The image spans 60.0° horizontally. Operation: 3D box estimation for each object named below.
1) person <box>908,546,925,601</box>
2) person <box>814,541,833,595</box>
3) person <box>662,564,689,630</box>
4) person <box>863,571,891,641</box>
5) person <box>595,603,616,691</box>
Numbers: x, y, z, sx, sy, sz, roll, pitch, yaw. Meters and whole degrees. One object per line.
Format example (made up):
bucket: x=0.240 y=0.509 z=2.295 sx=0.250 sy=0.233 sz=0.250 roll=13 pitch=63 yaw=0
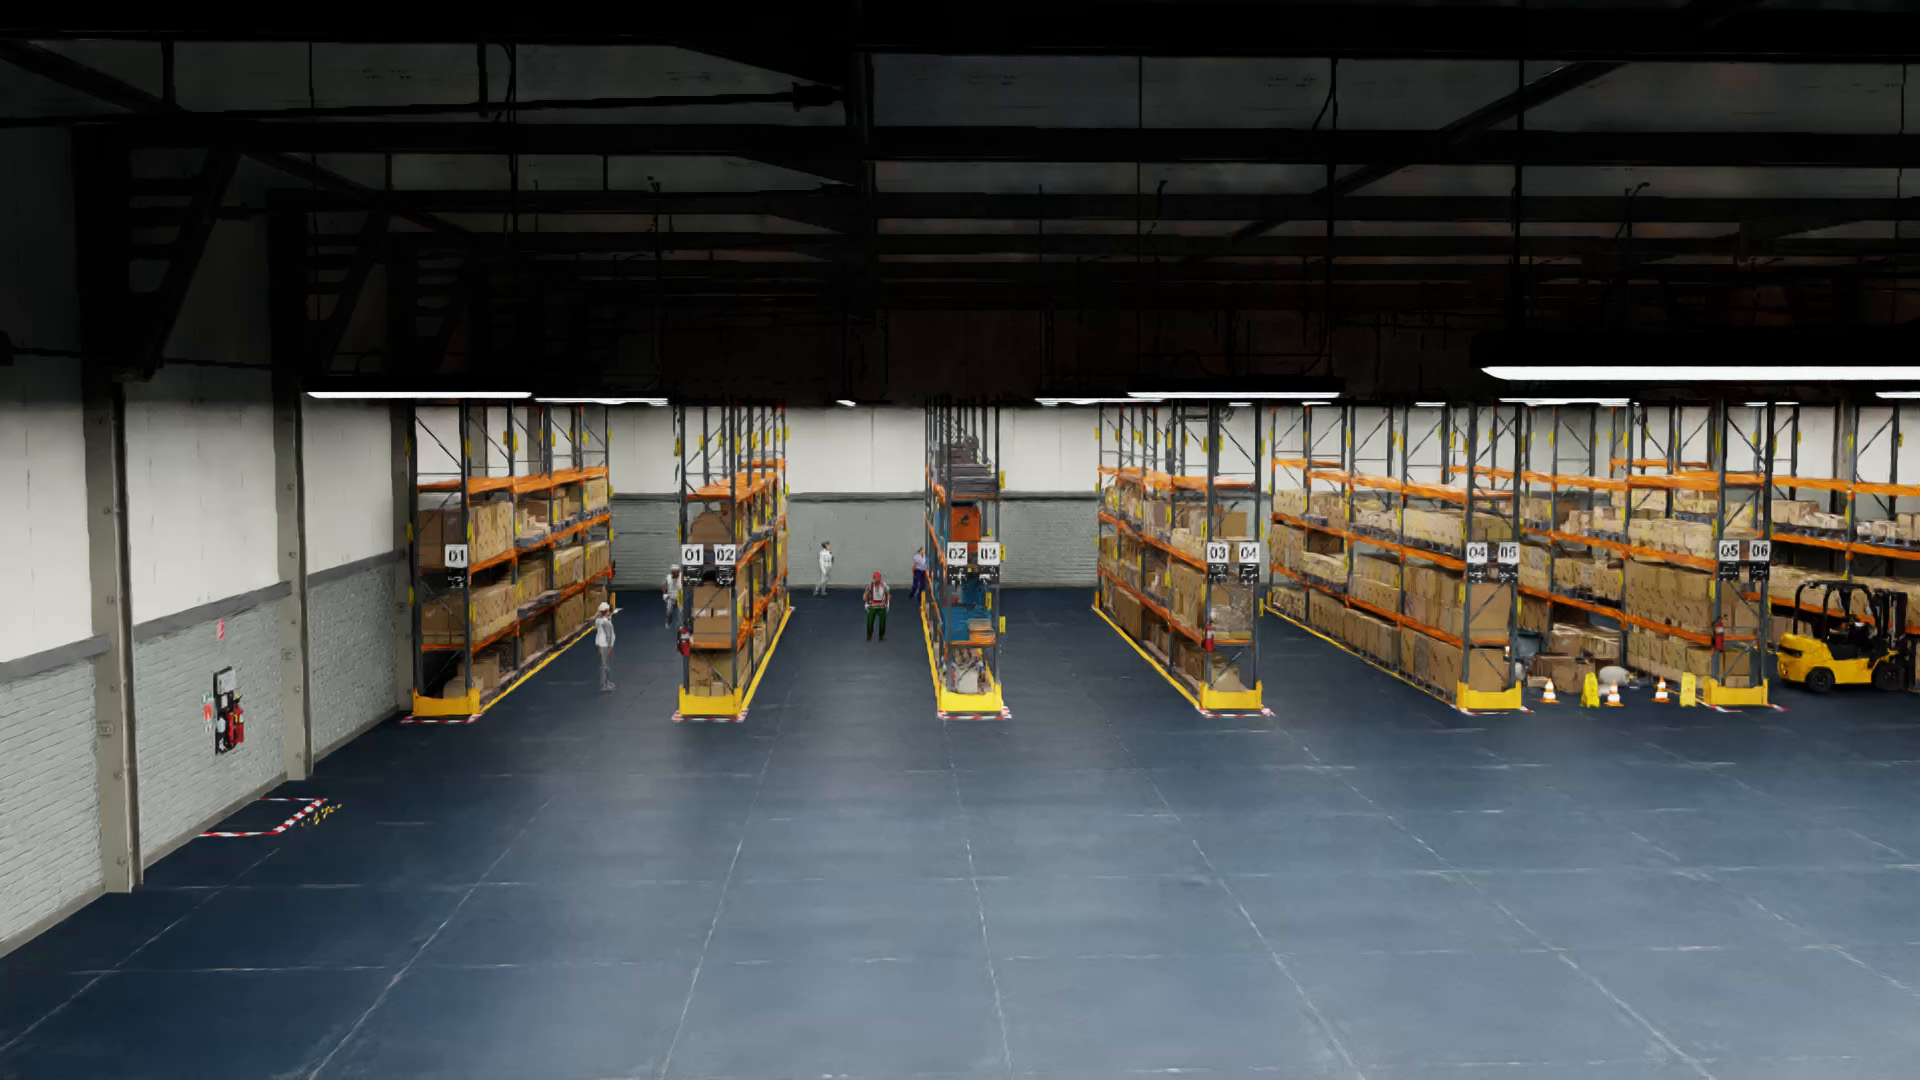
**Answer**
person: x=-1.264 y=1.009 z=49.568 sx=0.546 sy=1.613 sz=0.547 roll=-4 pitch=6 yaw=-39
person: x=-4.187 y=0.867 z=50.874 sx=0.454 sy=1.659 sz=0.642 roll=2 pitch=5 yaw=27
person: x=-7.349 y=1.473 z=42.947 sx=0.702 sy=1.735 sz=0.549 roll=0 pitch=5 yaw=-4
person: x=-2.039 y=1.630 z=40.921 sx=0.677 sy=1.742 sz=0.552 roll=0 pitch=5 yaw=-4
person: x=-7.177 y=2.152 z=33.811 sx=0.450 sy=1.776 sz=0.584 roll=-3 pitch=5 yaw=-32
